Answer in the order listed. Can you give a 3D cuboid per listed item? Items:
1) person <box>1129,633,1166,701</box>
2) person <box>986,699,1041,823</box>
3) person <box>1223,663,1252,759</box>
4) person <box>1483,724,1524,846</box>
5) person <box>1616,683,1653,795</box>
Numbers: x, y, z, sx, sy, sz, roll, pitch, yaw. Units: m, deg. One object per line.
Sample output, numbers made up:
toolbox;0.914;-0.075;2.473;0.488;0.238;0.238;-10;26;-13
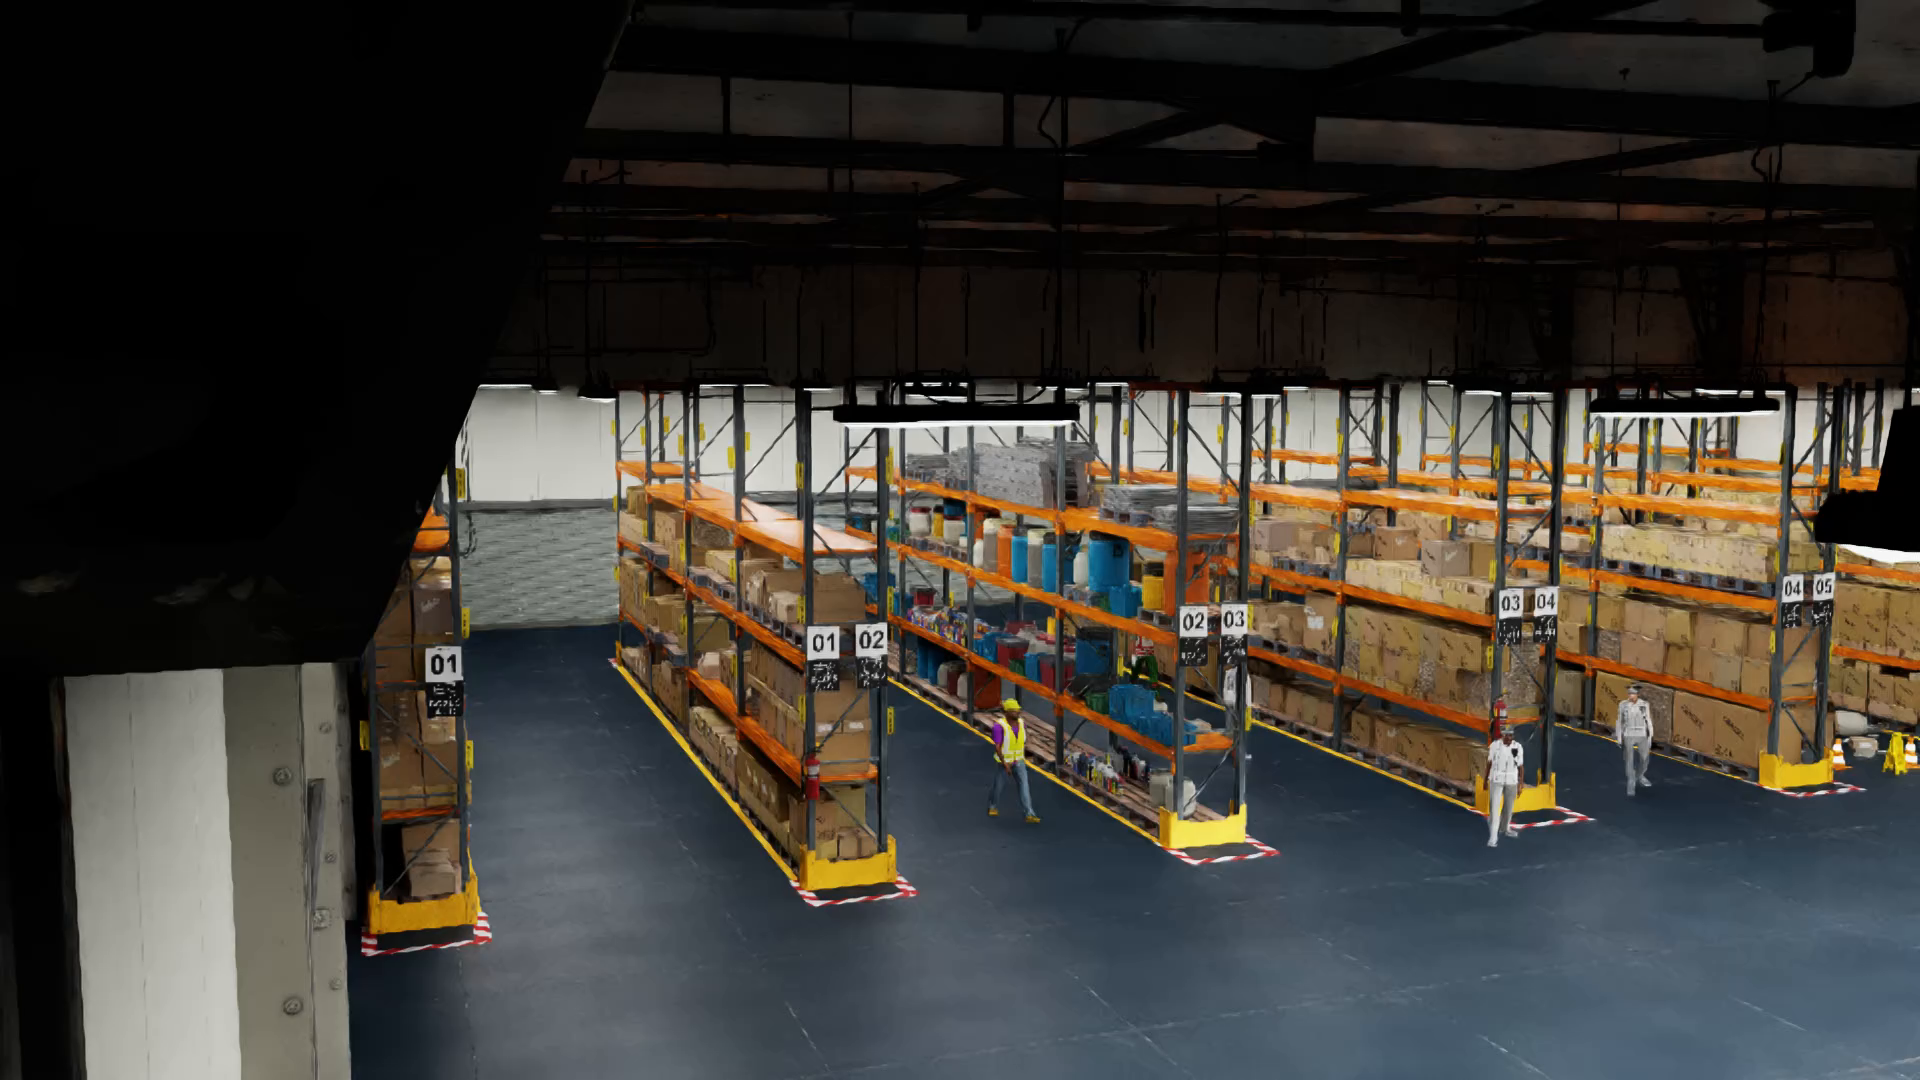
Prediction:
person;3.481;2.154;31.358;0.553;1.708;1.123;-2;6;-17
person;0.700;3.042;23.022;0.569;1.709;1.034;-3;7;-28
person;4.488;2.651;26.815;0.555;1.683;0.431;5;8;40
person;7.183;3.198;21.960;0.500;1.622;0.915;1;6;9
person;9.962;2.914;24.559;0.533;1.664;0.484;2;6;18
